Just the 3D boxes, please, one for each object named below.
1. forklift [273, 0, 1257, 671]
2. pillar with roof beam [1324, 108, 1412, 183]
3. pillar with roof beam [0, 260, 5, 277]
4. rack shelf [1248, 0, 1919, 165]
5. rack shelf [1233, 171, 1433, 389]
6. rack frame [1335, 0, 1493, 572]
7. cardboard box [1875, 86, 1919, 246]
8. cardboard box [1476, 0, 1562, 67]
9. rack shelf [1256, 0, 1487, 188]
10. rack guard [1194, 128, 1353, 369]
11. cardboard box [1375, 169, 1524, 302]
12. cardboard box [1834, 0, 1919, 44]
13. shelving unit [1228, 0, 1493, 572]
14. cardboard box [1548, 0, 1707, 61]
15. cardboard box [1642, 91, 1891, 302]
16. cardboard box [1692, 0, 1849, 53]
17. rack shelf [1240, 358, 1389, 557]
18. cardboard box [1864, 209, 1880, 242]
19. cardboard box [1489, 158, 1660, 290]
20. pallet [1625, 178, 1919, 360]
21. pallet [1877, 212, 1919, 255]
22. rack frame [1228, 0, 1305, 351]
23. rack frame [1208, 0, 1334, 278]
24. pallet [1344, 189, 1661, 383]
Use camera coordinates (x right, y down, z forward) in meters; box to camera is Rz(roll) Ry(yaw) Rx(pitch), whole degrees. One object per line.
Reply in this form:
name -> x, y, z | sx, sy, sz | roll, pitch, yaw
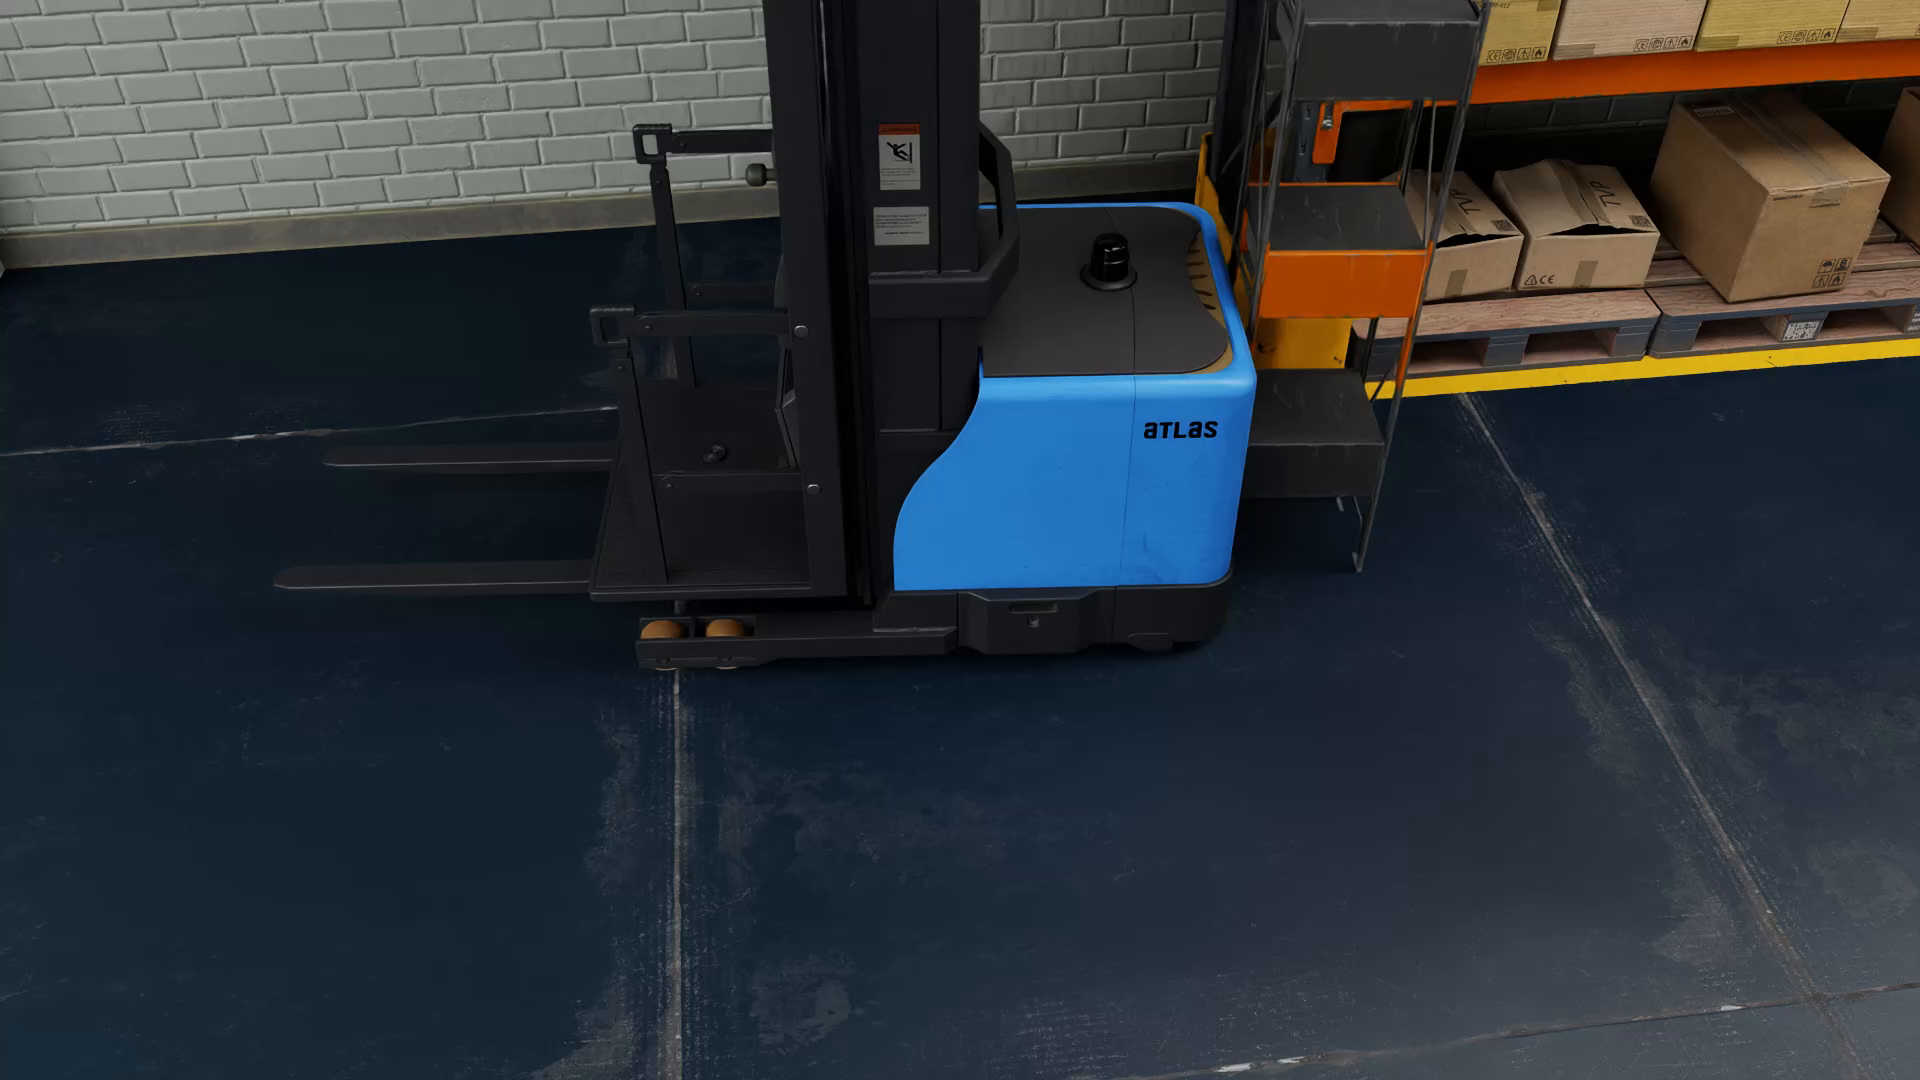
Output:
forklift -> -0.671, -1.034, 4.708 | 3.031, 2.935, 1.130 | -1, 42, -1
pillar with roof beam -> 2.294, -2.051, 1.305 | 0.400, 9.000, 9.100 | -5, 42, -6
pillar with roof beam -> -3.655, -1.530, 0.727 | 0.400, 9.000, 9.100 | -5, 42, -6
rack shelf -> 3.137, -1.953, 6.213 | 4.000, 0.370, 1.077 | -5, 42, -6
rack shelf -> 1.109, -0.791, 5.077 | 0.480, 0.518, 0.431 | -1, 42, -1
rack frame -> 1.353, -0.804, 5.074 | 0.015, 2.100, 0.400 | -1, 42, -1
cardboard box -> 4.096, -1.513, 6.725 | 0.500, 0.500, 0.500 | -8, 43, -9
cardboard box -> 1.679, -1.830, 5.636 | 0.500, 0.250, 0.500 | -6, 42, -7
rack shelf -> 1.114, -1.311, 4.608 | 0.480, 0.518, 0.431 | -1, 42, -1
rack guard -> 1.229, -1.125, 6.624 | 0.348, 0.500, 1.175 | -5, 42, -6
cardboard box -> 1.852, -1.212, 6.533 | 0.500, 0.311, 0.500 | -9, 43, -10
cardboard box -> 3.200, -1.967, 5.788 | 0.500, 0.250, 0.500 | -5, 42, -5
shelving unit -> 1.109, -0.801, 5.068 | 0.503, 2.100, 0.431 | -1, 42, -1
cardboard box -> 2.192, -1.885, 5.697 | 0.500, 0.250, 0.500 | -6, 42, -7
cardboard box -> 3.151, -1.362, 6.558 | 0.500, 0.500, 0.700 | -7, 43, -8
cardboard box -> 2.698, -1.925, 5.741 | 0.500, 0.250, 0.500 | -6, 42, -6
rack shelf -> 1.104, -0.271, 5.546 | 0.480, 0.518, 0.431 | -1, 42, -1
cardboard box -> 3.532, -1.373, 6.833 | 0.250, 0.149, 0.380 | -8, 43, -9
cardboard box -> 2.417, -1.261, 6.588 | 0.500, 0.311, 0.500 | -2, 42, -2
pallet -> 3.247, -1.169, 6.888 | 1.213, 0.211, 1.003 | -5, 42, -6
pallet -> 4.459, -1.277, 7.008 | 1.213, 0.211, 1.003 | -5, 42, -6
rack frame -> 0.865, -0.798, 5.062 | 0.015, 2.100, 0.400 | -1, 42, -1
rack frame -> 1.154, -2.047, 5.780 | 0.127, 3.000, 1.000 | -5, 42, -6
pallet -> 2.040, -1.065, 6.773 | 1.213, 0.211, 1.003 | -5, 42, -6
